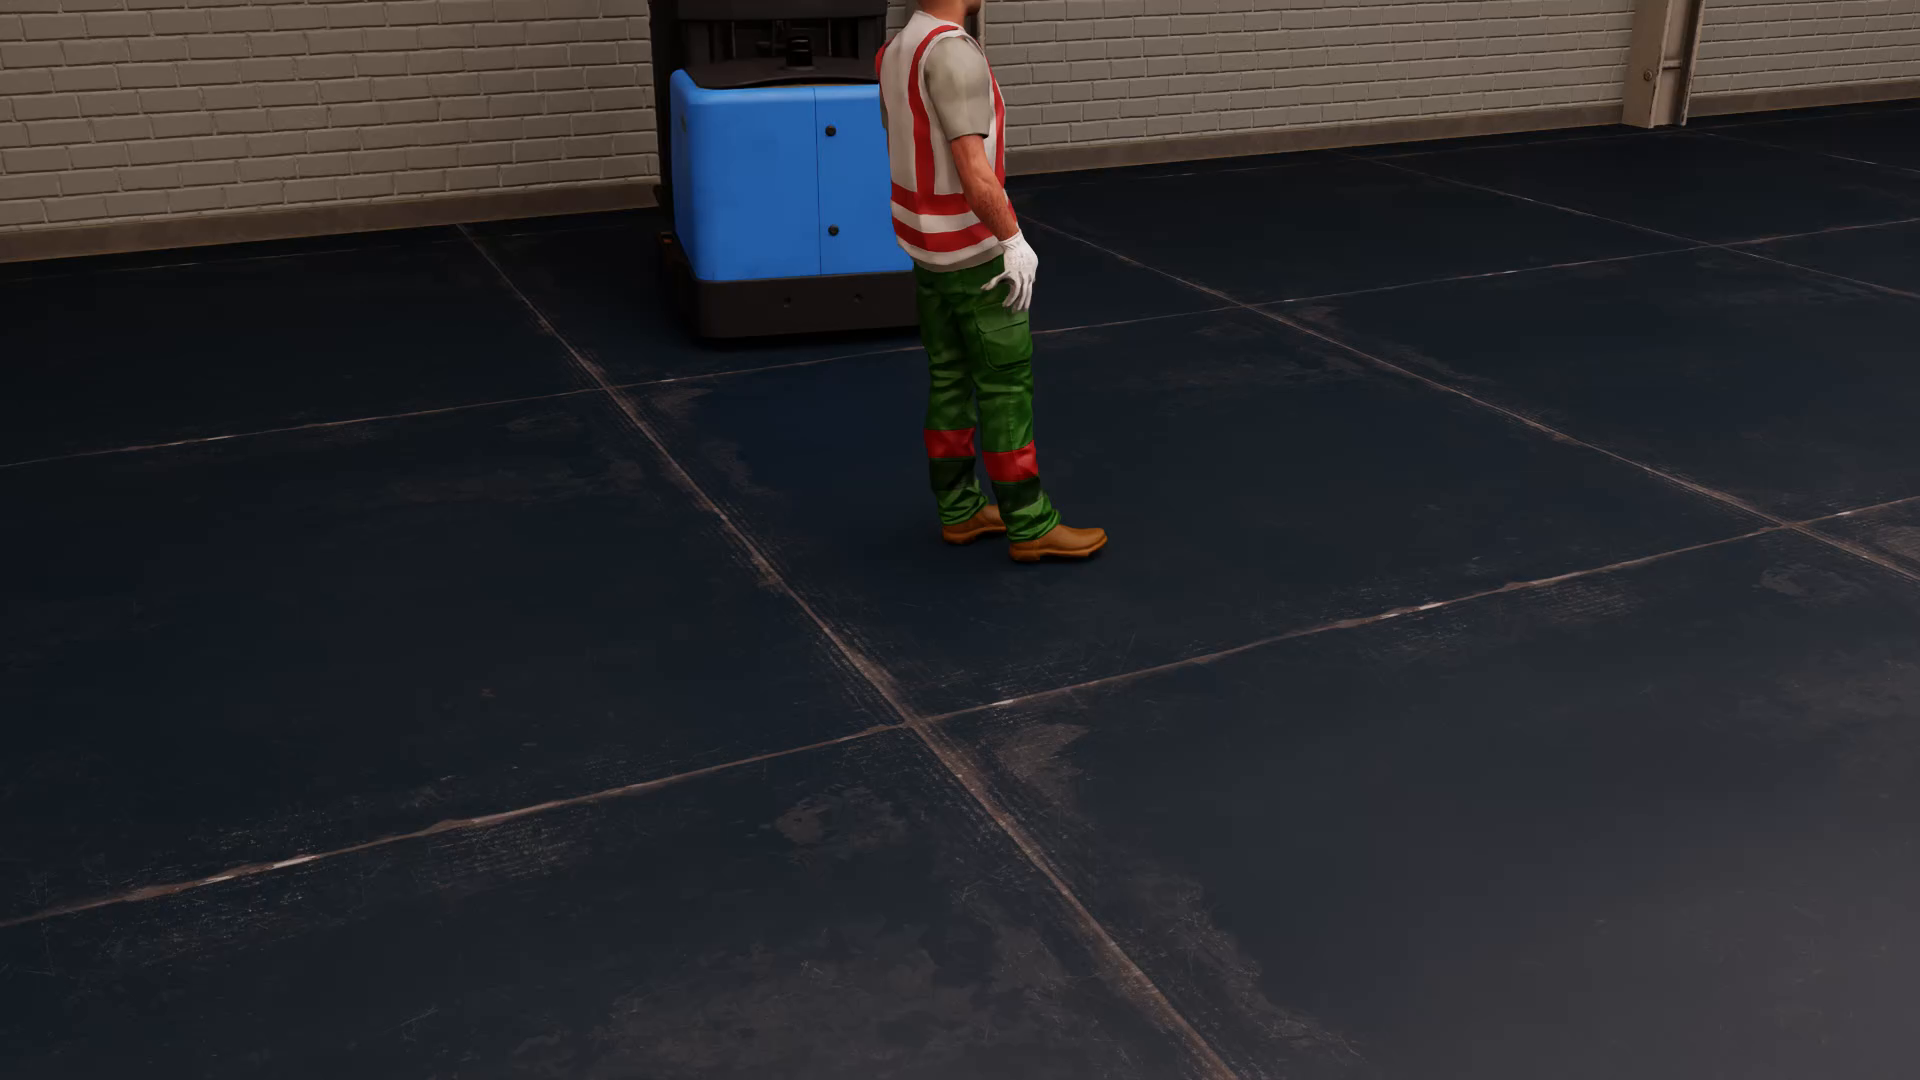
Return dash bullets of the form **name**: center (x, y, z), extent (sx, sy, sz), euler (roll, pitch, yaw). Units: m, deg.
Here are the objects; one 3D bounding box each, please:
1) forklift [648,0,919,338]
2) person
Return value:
- **forklift**: center (-0.946, -2.732, 7.862), extent (1.130, 2.935, 3.031), euler (-5, 23, -13)
- **person**: center (0.078, -0.842, 4.784), extent (0.562, 1.789, 0.638), euler (-10, 25, -23)
